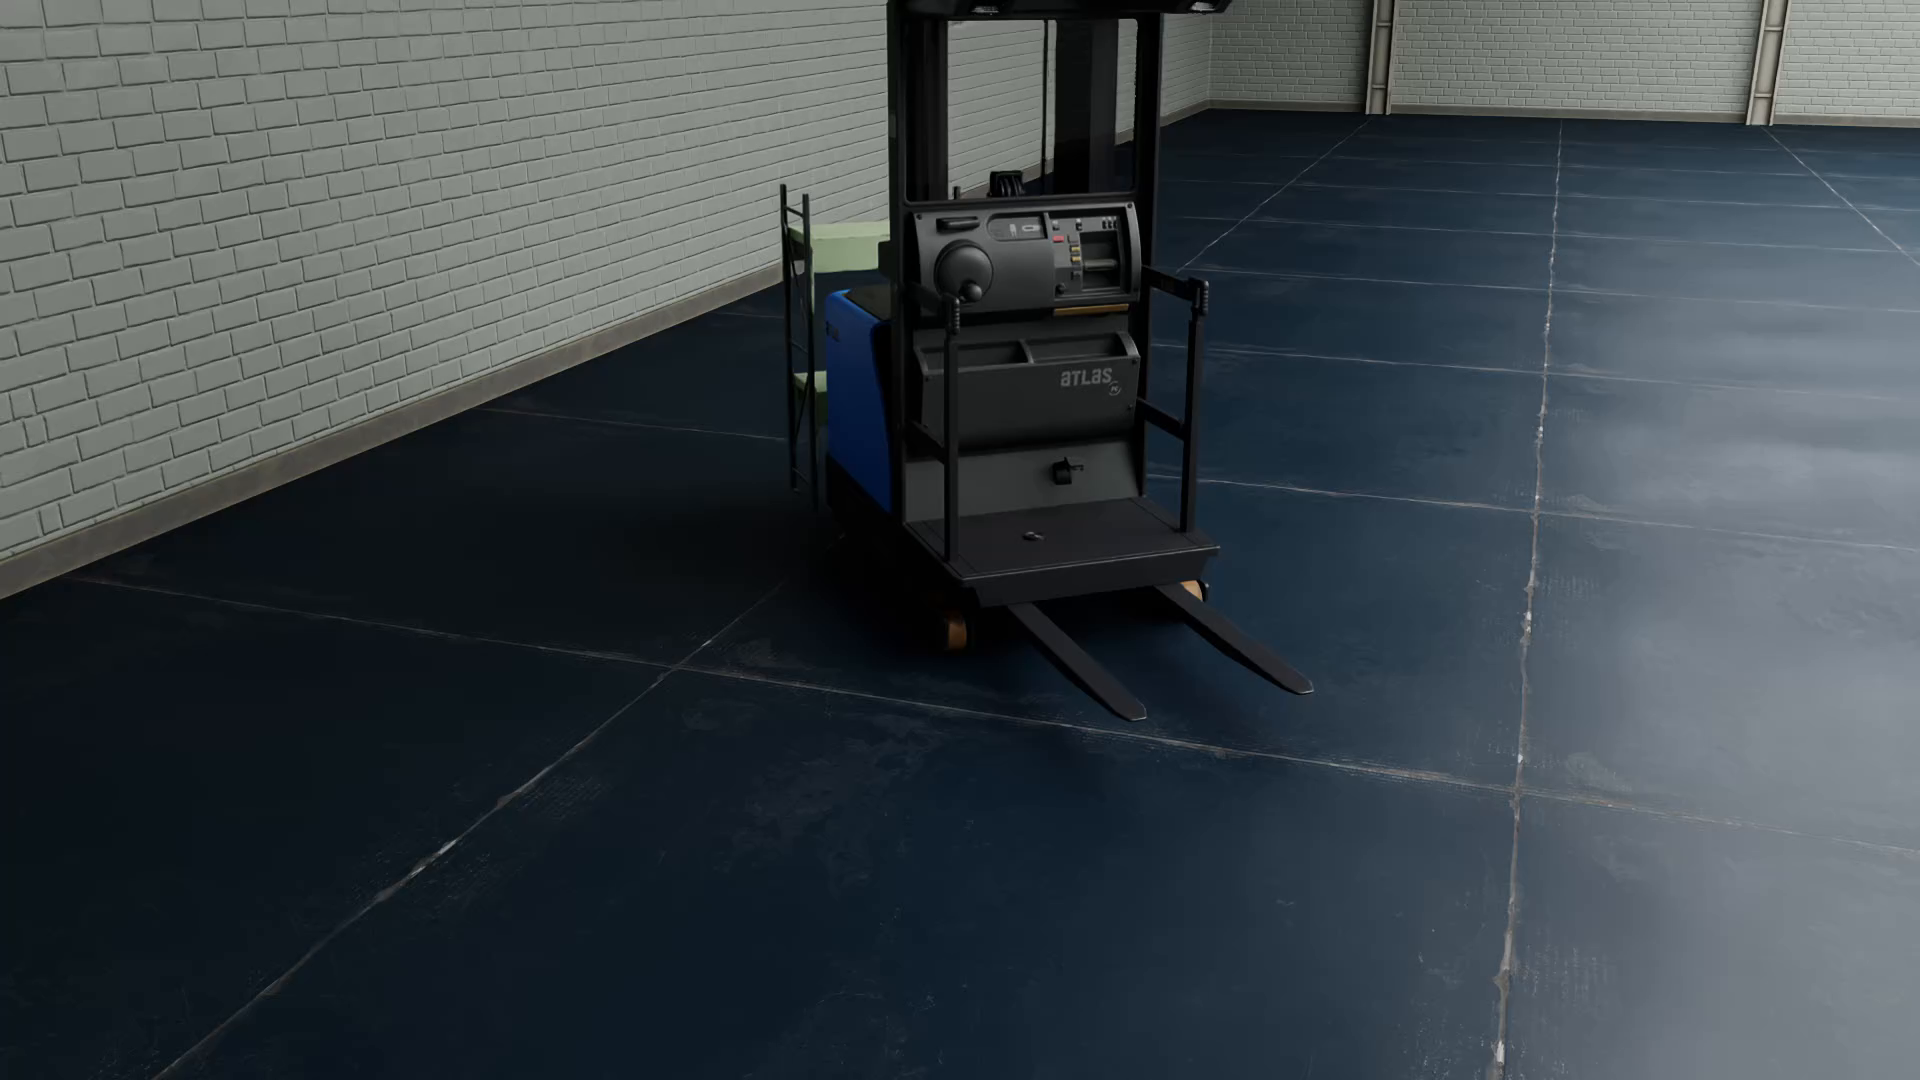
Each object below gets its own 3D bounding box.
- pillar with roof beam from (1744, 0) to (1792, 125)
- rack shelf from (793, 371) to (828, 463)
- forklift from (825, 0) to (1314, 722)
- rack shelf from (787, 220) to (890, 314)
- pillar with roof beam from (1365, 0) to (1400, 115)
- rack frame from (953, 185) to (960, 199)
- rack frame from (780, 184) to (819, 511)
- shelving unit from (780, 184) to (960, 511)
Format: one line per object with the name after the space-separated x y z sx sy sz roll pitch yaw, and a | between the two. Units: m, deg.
11.459 -9.617 21.493 0.400 9.000 9.100 7 20 18 | pillar with roof beam
-0.424 -0.645 8.138 0.720 0.370 0.431 -8 20 -21 | rack shelf
0.343 -1.108 6.302 1.130 2.935 3.031 -7 20 -19 | forklift
-0.425 -1.322 7.903 0.720 0.370 0.431 -8 20 -21 | rack shelf
5.791 -10.265 23.353 0.400 9.000 9.100 7 20 18 | pillar with roof beam
-0.085 -0.998 8.160 0.023 1.500 0.400 -8 20 -21 | rack frame
-0.764 -0.908 7.901 0.023 1.500 0.400 -8 20 -21 | rack frame
-0.424 -0.953 8.031 0.755 1.500 0.431 -8 20 -21 | shelving unit
